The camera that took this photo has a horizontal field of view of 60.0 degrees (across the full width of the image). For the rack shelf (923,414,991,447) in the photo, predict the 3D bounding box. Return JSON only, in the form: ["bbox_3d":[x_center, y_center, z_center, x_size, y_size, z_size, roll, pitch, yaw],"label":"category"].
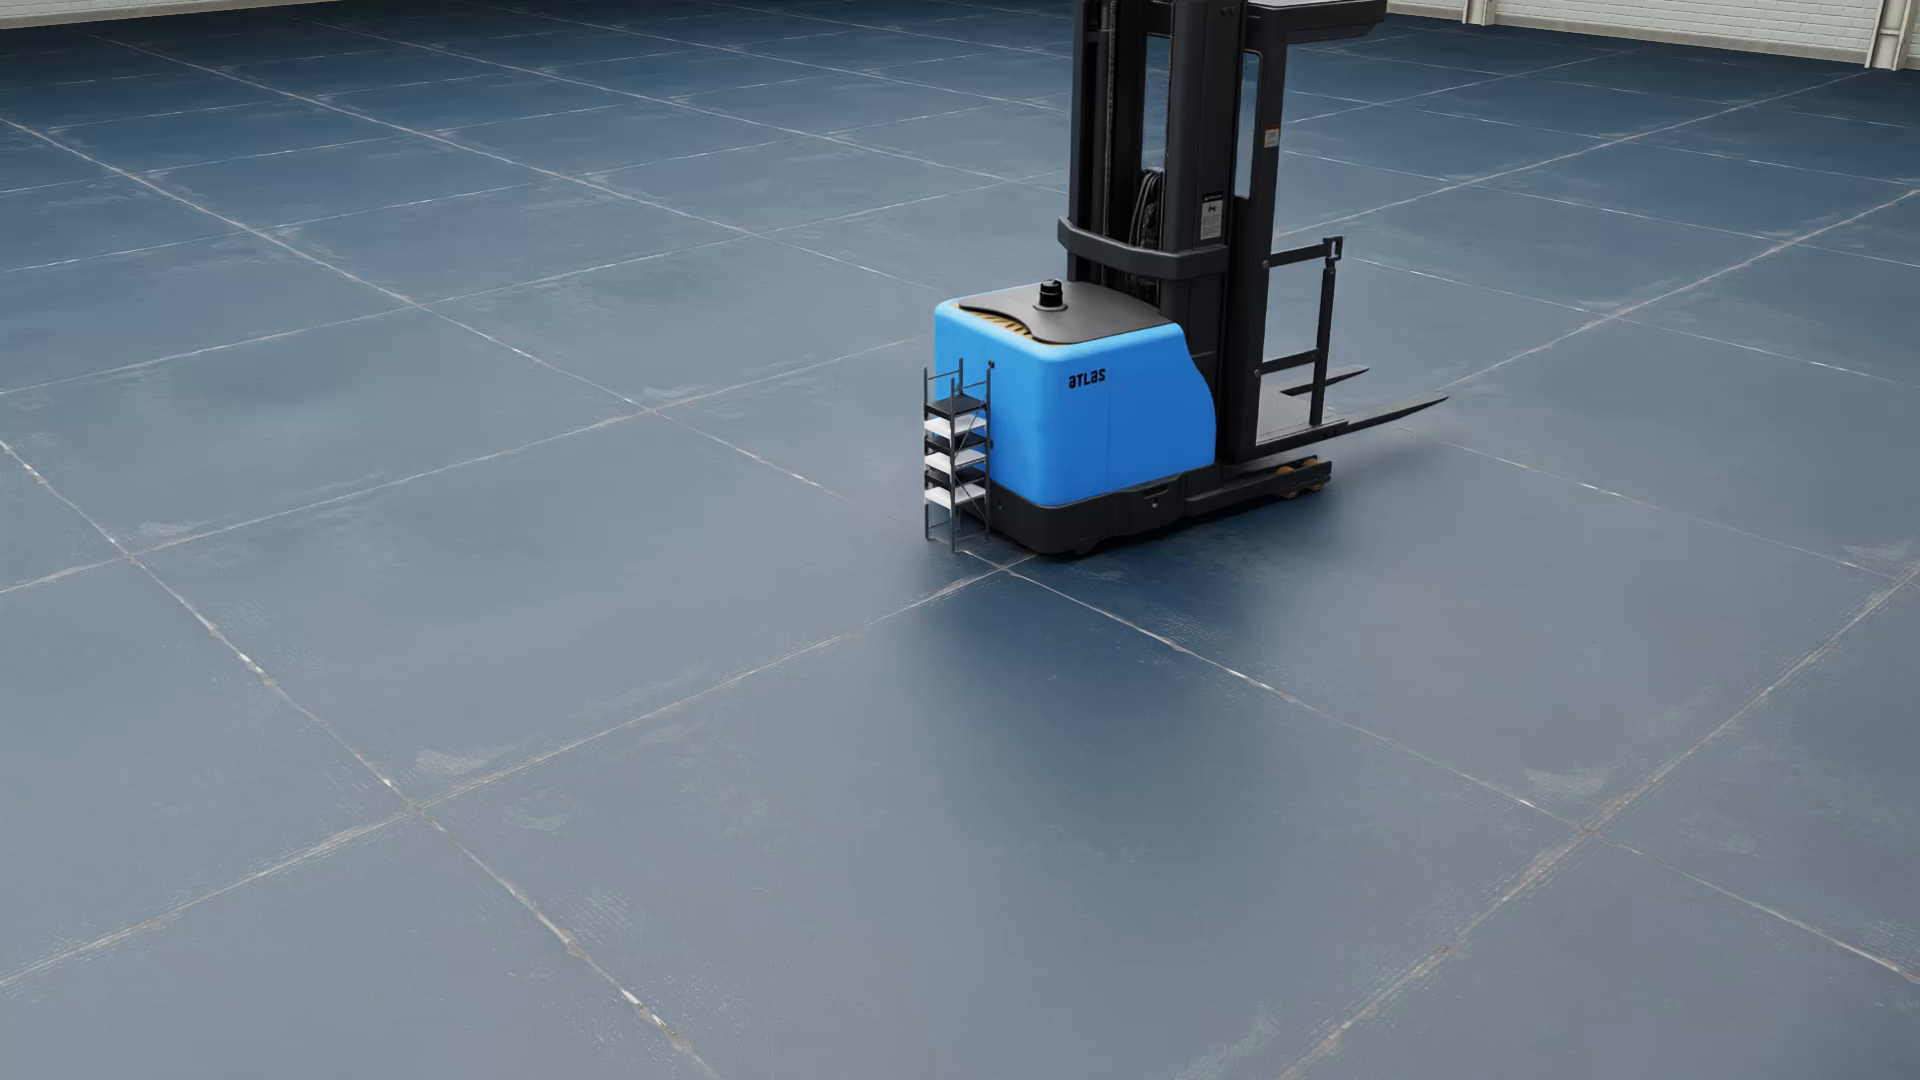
[{"bbox_3d":[-0.014,-0.538,7.991,0.258,0.077,0.200,-19,31,-35],"label":"rack shelf"}]

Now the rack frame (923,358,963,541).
[{"bbox_3d":[-0.079,-0.437,8.123,0.240,0.900,0.006,-19,31,-35],"label":"rack frame"}]

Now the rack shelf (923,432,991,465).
[{"bbox_3d":[-0.014,-0.456,8.028,0.258,0.077,0.200,-19,31,-35],"label":"rack shelf"}]

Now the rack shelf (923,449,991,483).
[{"bbox_3d":[-0.014,-0.374,8.065,0.258,0.077,0.200,-19,31,-35],"label":"rack shelf"}]

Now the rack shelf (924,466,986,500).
[{"bbox_3d":[-0.014,-0.292,8.103,0.258,0.077,0.200,-19,31,-35],"label":"rack shelf"}]

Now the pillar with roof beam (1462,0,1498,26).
[{"bbox_3d":[4.918,-10.906,21.314,9.100,9.000,0.400,-21,32,-38],"label":"pillar with roof beam"}]

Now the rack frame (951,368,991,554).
[{"bbox_3d":[0.050,-0.372,7.980,0.240,0.900,0.006,-19,31,-35],"label":"rack frame"}]

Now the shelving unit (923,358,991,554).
[{"bbox_3d":[-0.014,-0.404,8.052,0.258,0.900,0.210,-19,31,-35],"label":"shelving unit"}]

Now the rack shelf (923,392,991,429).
[{"bbox_3d":[-0.014,-0.619,7.953,0.258,0.077,0.200,-19,31,-35],"label":"rack shelf"}]

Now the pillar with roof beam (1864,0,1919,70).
[{"bbox_3d":[9.019,-9.088,17.329,9.100,9.000,0.400,-21,32,-38],"label":"pillar with roof beam"}]

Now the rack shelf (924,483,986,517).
[{"bbox_3d":[-0.014,-0.210,8.140,0.258,0.077,0.200,-19,31,-35],"label":"rack shelf"}]

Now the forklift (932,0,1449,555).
[{"bbox_3d":[1.363,-1.717,8.483,3.031,2.935,1.130,-16,29,-31],"label":"forklift"}]
